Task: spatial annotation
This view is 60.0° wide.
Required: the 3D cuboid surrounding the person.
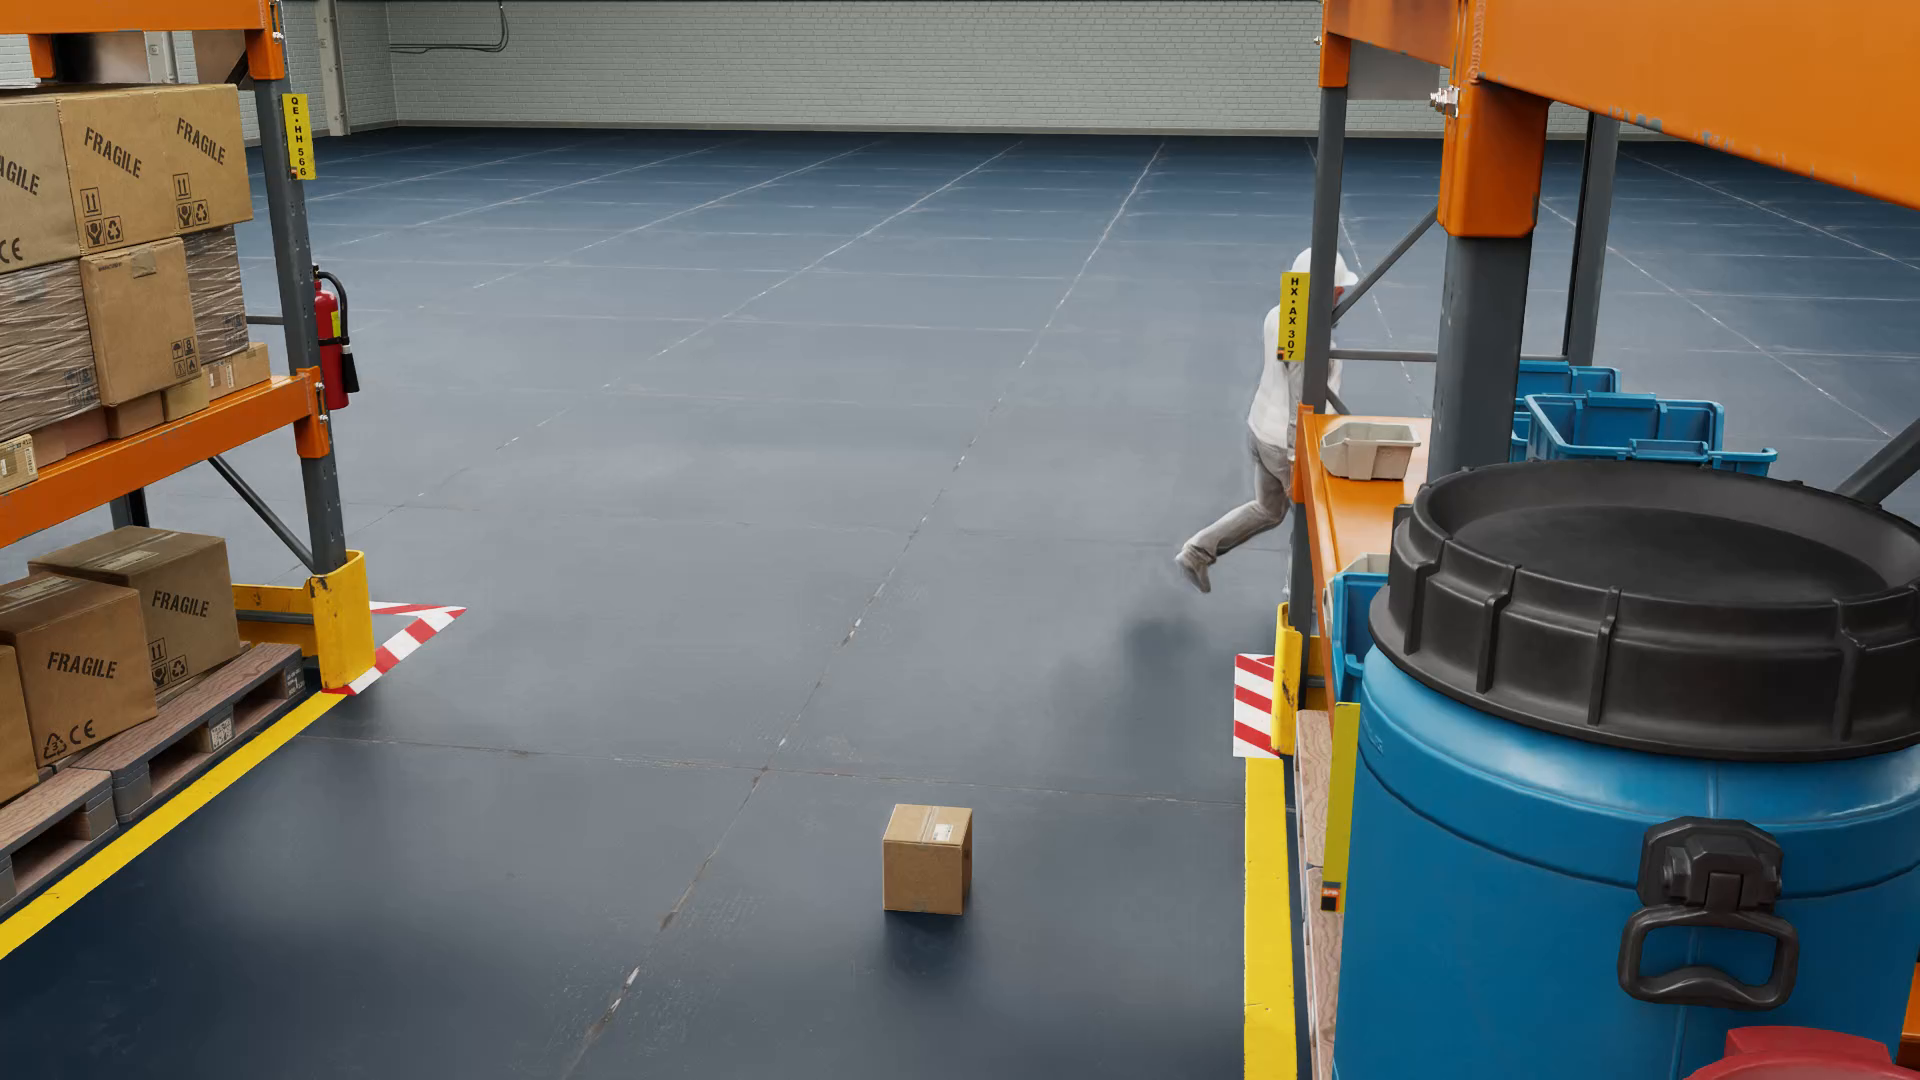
[{"bbox_3d":[1.431,-0.459,7.464,0.849,1.738,0.596,-1,18,-2],"label":"person"}]
